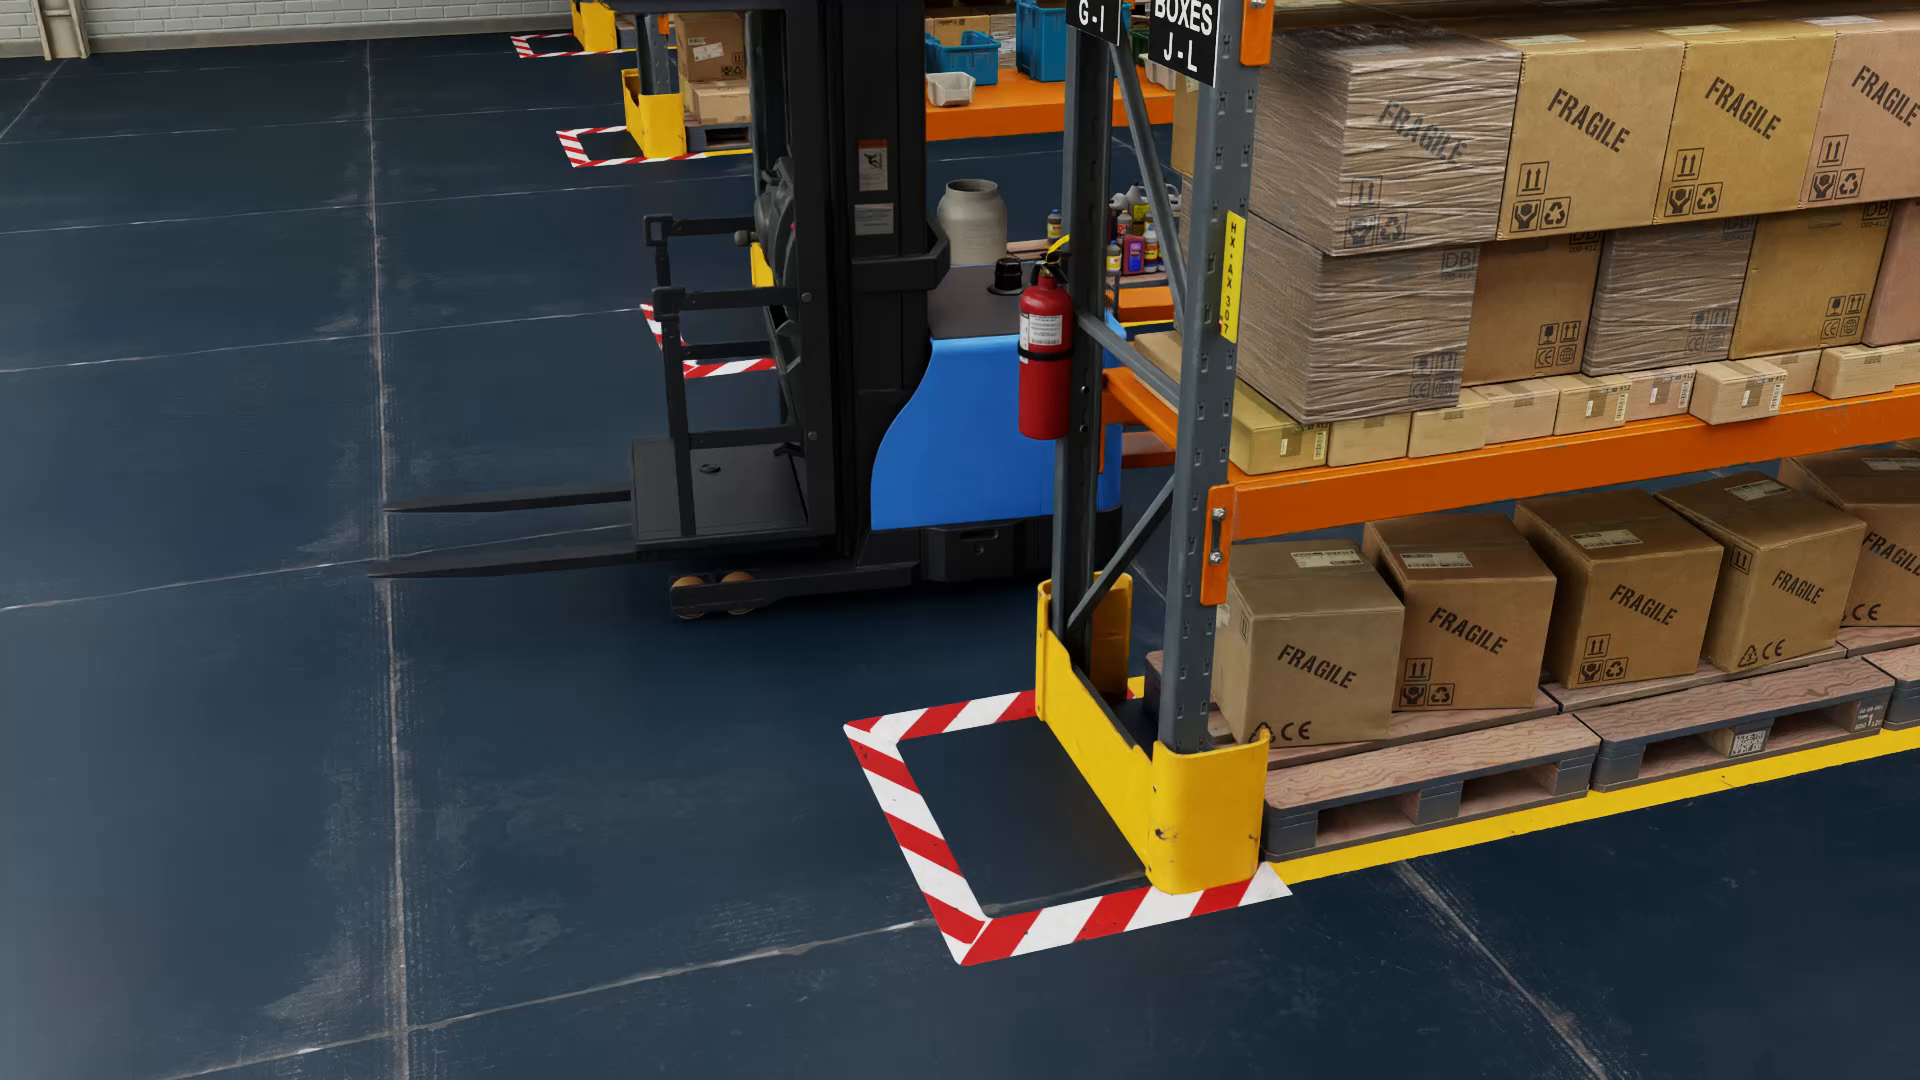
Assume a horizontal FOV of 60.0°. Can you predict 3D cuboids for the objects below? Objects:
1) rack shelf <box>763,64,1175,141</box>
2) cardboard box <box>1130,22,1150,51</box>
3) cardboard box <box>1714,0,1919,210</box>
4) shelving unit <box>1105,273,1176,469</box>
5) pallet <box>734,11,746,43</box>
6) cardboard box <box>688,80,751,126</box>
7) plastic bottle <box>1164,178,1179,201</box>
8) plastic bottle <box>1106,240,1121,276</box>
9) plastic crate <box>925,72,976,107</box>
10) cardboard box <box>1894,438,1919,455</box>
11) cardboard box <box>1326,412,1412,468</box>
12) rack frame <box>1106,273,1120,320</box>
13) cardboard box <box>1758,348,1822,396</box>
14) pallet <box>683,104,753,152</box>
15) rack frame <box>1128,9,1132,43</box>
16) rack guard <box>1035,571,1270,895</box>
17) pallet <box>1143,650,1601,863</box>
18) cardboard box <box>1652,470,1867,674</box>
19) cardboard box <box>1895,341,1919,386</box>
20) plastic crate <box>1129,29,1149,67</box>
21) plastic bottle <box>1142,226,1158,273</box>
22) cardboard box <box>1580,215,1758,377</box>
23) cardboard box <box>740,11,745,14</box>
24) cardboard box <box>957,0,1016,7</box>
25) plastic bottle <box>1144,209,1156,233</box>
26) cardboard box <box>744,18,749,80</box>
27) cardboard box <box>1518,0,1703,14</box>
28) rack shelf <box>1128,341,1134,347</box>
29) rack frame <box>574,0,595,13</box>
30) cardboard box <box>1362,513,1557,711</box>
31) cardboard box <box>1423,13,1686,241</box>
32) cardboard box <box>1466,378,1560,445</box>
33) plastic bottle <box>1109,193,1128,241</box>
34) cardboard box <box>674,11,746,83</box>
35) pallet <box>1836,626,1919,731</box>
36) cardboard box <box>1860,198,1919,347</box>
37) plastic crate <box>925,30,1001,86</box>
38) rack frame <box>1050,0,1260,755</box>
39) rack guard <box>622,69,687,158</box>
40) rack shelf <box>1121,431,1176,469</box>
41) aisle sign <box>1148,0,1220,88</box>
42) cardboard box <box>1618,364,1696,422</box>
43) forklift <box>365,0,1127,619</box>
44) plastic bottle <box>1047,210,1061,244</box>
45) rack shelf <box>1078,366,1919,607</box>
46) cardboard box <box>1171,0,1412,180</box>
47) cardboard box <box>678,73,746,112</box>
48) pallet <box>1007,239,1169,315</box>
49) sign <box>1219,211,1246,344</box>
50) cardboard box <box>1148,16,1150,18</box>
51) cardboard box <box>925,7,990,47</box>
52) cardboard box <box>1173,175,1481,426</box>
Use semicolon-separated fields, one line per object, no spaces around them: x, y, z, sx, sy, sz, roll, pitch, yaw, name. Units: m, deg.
0.894;-2.562;9.845;4.000;0.370;1.077;-8;28;-16;rack shelf
1.736;-4.413;14.756;0.500;0.311;0.500;-8;28;-16;cardboard box
2.560;-1.307;4.939;0.500;0.500;0.500;-8;28;-16;cardboard box
0.854;-0.609;7.127;0.503;1.200;0.258;-5;27;-10;shelving unit
-2.062;-5.822;18.740;1.213;0.211;1.003;-8;28;-16;pallet
-1.959;-3.640;13.828;0.500;0.250;0.500;-8;28;-16;cardboard box
1.316;-2.150;10.691;0.185;0.351;0.144;-8;28;-17;plastic bottle
0.911;-1.684;9.921;0.097;0.201;0.097;0;26;0;plastic bottle
-0.057;-2.477;9.164;0.250;0.136;0.298;-8;28;-16;plastic crate
3.937;-0.095;6.408;0.500;0.500;0.500;-9;28;-18;cardboard box
1.115;-0.366;4.897;0.250;0.149;0.380;-8;28;-16;cardboard box
0.615;-0.587;7.083;0.015;1.200;0.240;-5;27;-10;rack frame
2.524;-0.596;5.360;0.250;0.149;0.380;-8;28;-16;cardboard box
-1.824;-3.577;14.218;1.213;0.211;1.003;-8;28;-16;pallet
1.265;-5.254;14.460;0.127;3.000;1.000;-8;28;-16;rack frame
0.599;0.595;5.489;0.348;0.500;1.175;-8;28;-16;rack guard
1.382;0.627;5.749;1.213;0.211;1.003;-8;28;-16;pallet
2.829;0.105;6.003;0.500;0.500;0.500;-11;28;-21;cardboard box
3.012;-0.647;5.463;0.250;0.149;0.380;-8;28;-16;cardboard box
1.418;-2.997;10.151;0.662;0.188;0.450;-8;28;-16;plastic crate
1.139;-1.748;9.972;0.097;0.271;0.097;0;26;0;plastic bottle
1.985;-0.927;5.296;0.500;0.500;0.875;-8;28;-16;cardboard box
-2.135;-6.090;18.461;0.500;0.500;0.700;-10;28;-19;cardboard box
0.255;-4.543;14.804;0.500;0.500;0.500;-8;28;-16;cardboard box
1.218;-2.012;10.582;0.097;0.201;0.097;0;26;0;plastic bottle
-1.484;-4.045;13.801;0.500;0.500;0.500;-8;28;-16;cardboard box
1.923;-1.459;5.245;0.500;0.500;0.500;-8;28;-16;cardboard box
0.854;-0.749;7.057;0.480;0.148;0.258;-5;27;-10;rack shelf
-4.075;-6.797;17.568;0.127;3.000;1.000;-8;28;-16;rack frame
1.683;0.242;5.729;0.500;0.500;0.500;-1;26;-3;cardboard box
1.611;-1.166;4.655;0.500;0.500;0.500;-8;28;-16;cardboard box
1.588;-0.438;5.041;0.250;0.149;0.380;-8;28;-16;cardboard box
0.983;-2.066;10.606;0.135;0.276;0.152;-9;28;-18;plastic bottle
-2.120;-4.195;14.104;0.500;0.500;0.500;-8;28;-16;cardboard box
3.702;0.291;6.426;1.213;0.211;1.003;-8;28;-16;pallet
2.952;-1.042;5.528;0.500;0.500;0.875;-8;28;-16;cardboard box
-0.005;-2.824;9.733;0.408;0.251;0.499;-8;28;-16;plastic crate
0.526;-0.514;4.912;0.127;3.000;1.000;-8;28;-16;rack frame
-2.561;-3.580;13.900;0.348;0.500;1.175;-8;28;-16;rack guard
0.854;-0.371;7.245;0.480;0.148;0.258;-5;27;-10;rack shelf
0.560;-1.543;4.062;0.004;0.787;0.394;-8;28;-16;aisle sign
2.058;-0.515;5.197;0.250;0.149;0.380;-8;28;-16;cardboard box
-0.897;-1.254;6.480;3.031;2.935;1.130;-5;27;-10;forklift
0.603;-1.990;10.538;0.097;0.201;0.097;0;26;0;plastic bottle
2.428;-0.467;5.627;4.000;0.370;1.077;-8;28;-16;rack shelf
0.973;-1.320;4.965;0.500;0.500;0.500;-8;28;-16;cardboard box
-2.119;-3.858;14.269;0.500;0.250;0.500;-8;28;-16;cardboard box
0.982;-1.666;10.368;1.213;0.211;1.003;-8;28;-16;pallet
0.694;-0.673;4.258;0.005;0.325;0.100;-8;28;-16;sign
2.055;-4.713;15.359;0.500;0.311;0.500;-7;27;-15;cardboard box
-0.061;-4.256;14.226;0.500;0.500;0.500;-8;28;-16;cardboard box
1.058;-0.756;4.953;0.500;0.500;0.875;-8;28;-16;cardboard box
